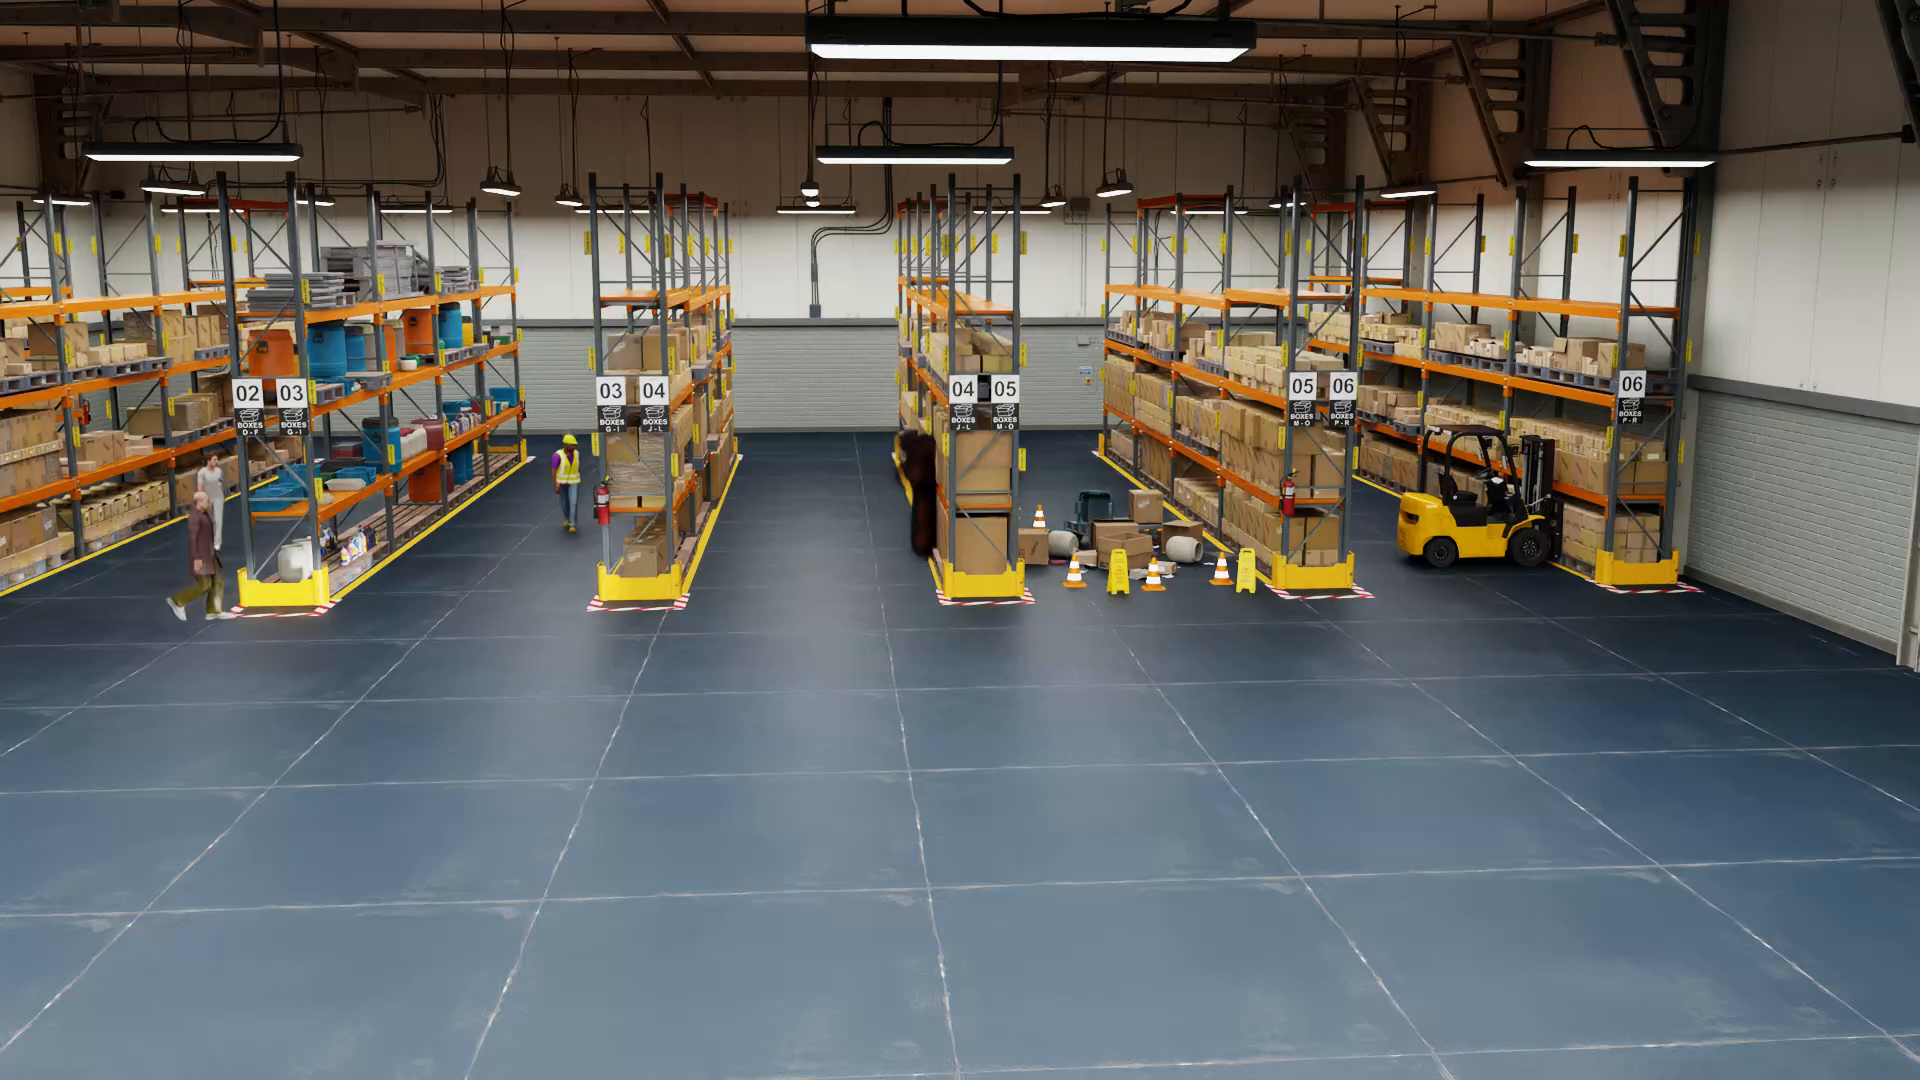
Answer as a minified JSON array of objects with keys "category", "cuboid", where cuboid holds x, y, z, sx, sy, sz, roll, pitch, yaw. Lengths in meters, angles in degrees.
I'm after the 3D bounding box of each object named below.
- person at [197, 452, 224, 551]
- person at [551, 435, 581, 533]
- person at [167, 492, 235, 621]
[{"category":"person","cuboid":[-12.467,-0.657,27.712,0.382,1.628,1.006,-2,10,-11]},{"category":"person","cuboid":[-6.967,-1.006,29.443,0.489,1.719,1.054,-1,10,-5]},{"category":"person","cuboid":[-10.233,0.237,22.317,0.782,1.718,0.626,0,10,-2]}]
